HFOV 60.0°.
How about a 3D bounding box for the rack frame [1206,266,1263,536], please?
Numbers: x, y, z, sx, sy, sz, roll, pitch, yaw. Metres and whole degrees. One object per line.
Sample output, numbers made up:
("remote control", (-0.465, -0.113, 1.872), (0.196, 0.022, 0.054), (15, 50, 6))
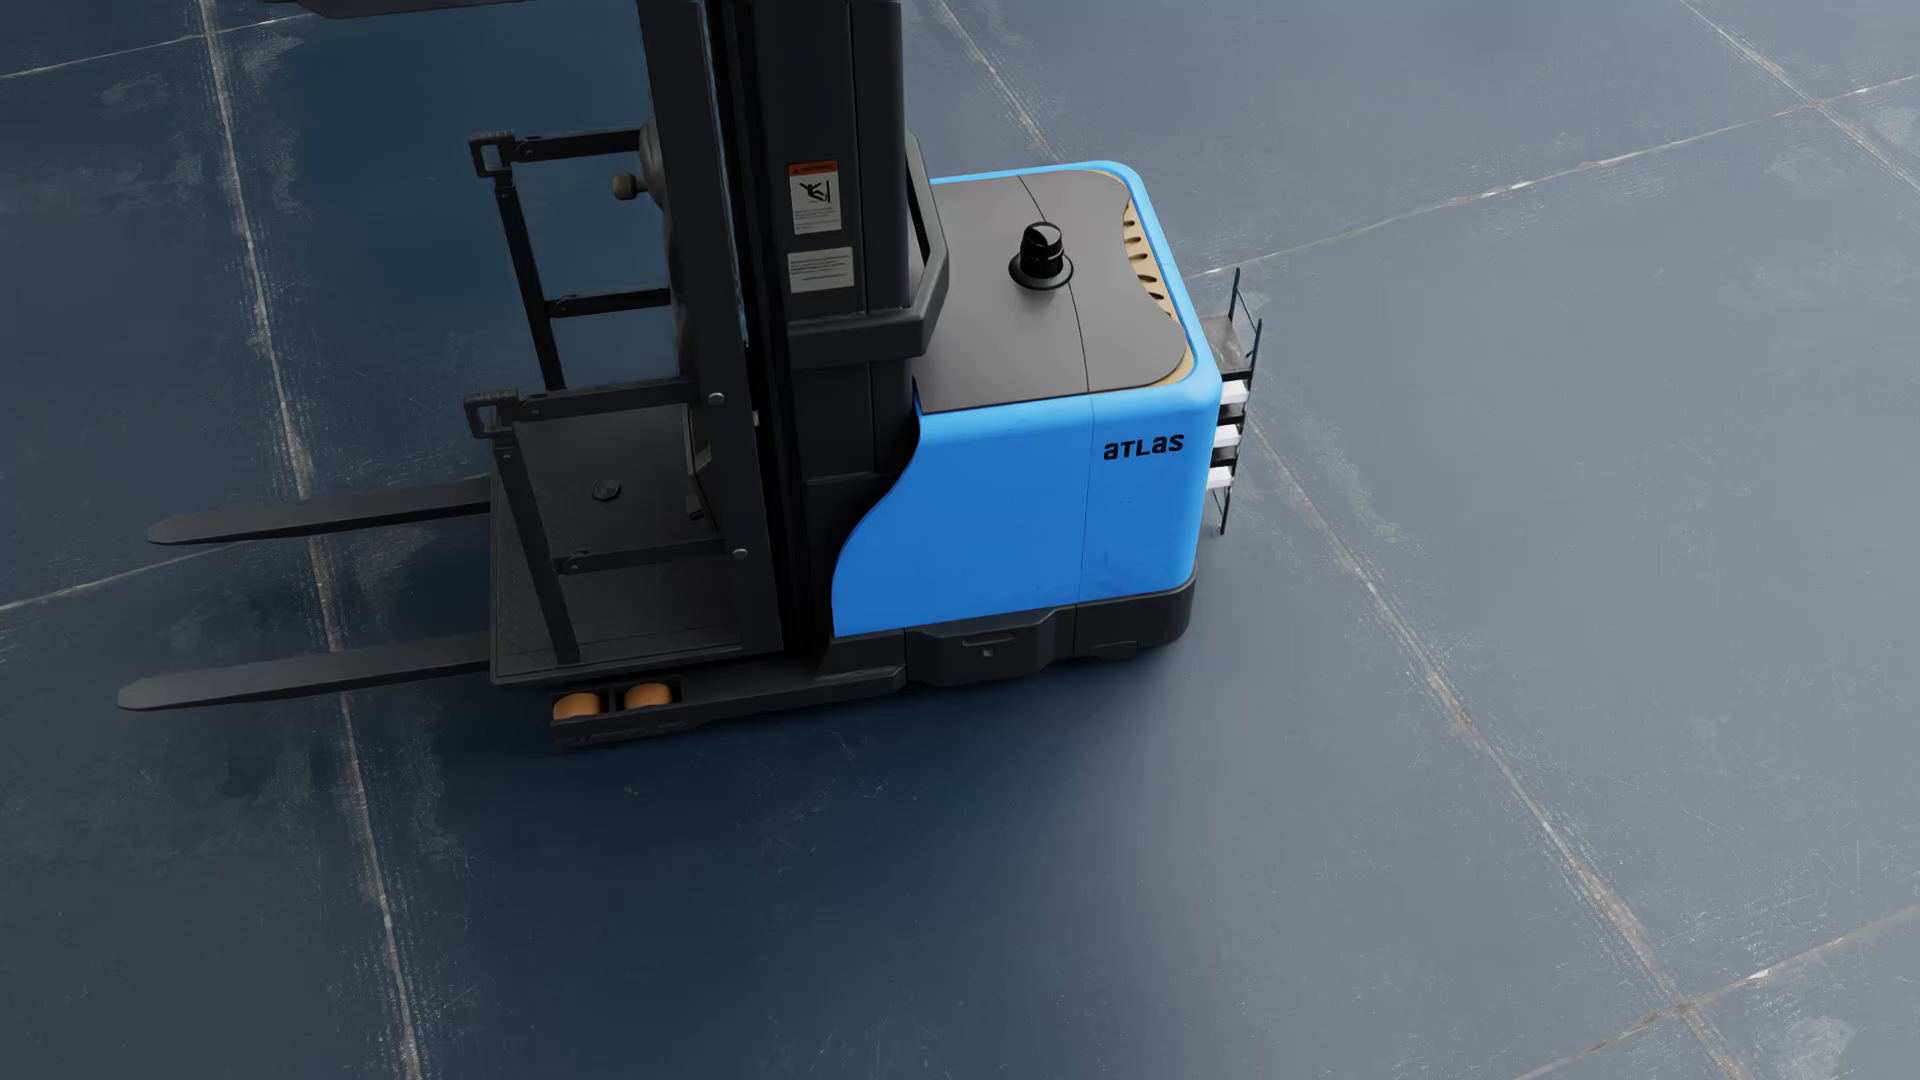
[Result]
("rack frame", (0.811, -0.396, 4.997), (0.006, 0.900, 0.240), (-8, 50, -7))

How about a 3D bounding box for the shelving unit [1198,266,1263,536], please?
("shelving unit", (0.711, -0.382, 4.985), (0.210, 0.900, 0.258), (-8, 50, -7))

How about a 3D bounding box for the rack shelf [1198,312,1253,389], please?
("rack shelf", (0.711, -0.536, 4.806), (0.200, 0.077, 0.258), (-8, 50, -7))

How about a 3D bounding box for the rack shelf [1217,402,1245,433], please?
("rack shelf", (0.711, -0.419, 4.942), (0.200, 0.077, 0.258), (-8, 50, -7))

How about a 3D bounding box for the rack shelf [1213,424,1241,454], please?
("rack shelf", (0.711, -0.361, 5.010), (0.200, 0.077, 0.258), (-8, 50, -7))

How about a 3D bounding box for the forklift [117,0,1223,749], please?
("forklift", (-0.884, -0.803, 4.008), (3.031, 2.935, 1.130), (-8, 50, -7))

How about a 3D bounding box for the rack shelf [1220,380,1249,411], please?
("rack shelf", (0.711, -0.478, 4.874), (0.200, 0.077, 0.258), (-8, 50, -7))

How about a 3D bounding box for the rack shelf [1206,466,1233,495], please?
("rack shelf", (0.711, -0.243, 5.147), (0.200, 0.077, 0.258), (-8, 50, -7))

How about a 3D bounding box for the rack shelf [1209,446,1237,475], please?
("rack shelf", (0.711, -0.302, 5.079), (0.200, 0.077, 0.258), (-8, 50, -7))
